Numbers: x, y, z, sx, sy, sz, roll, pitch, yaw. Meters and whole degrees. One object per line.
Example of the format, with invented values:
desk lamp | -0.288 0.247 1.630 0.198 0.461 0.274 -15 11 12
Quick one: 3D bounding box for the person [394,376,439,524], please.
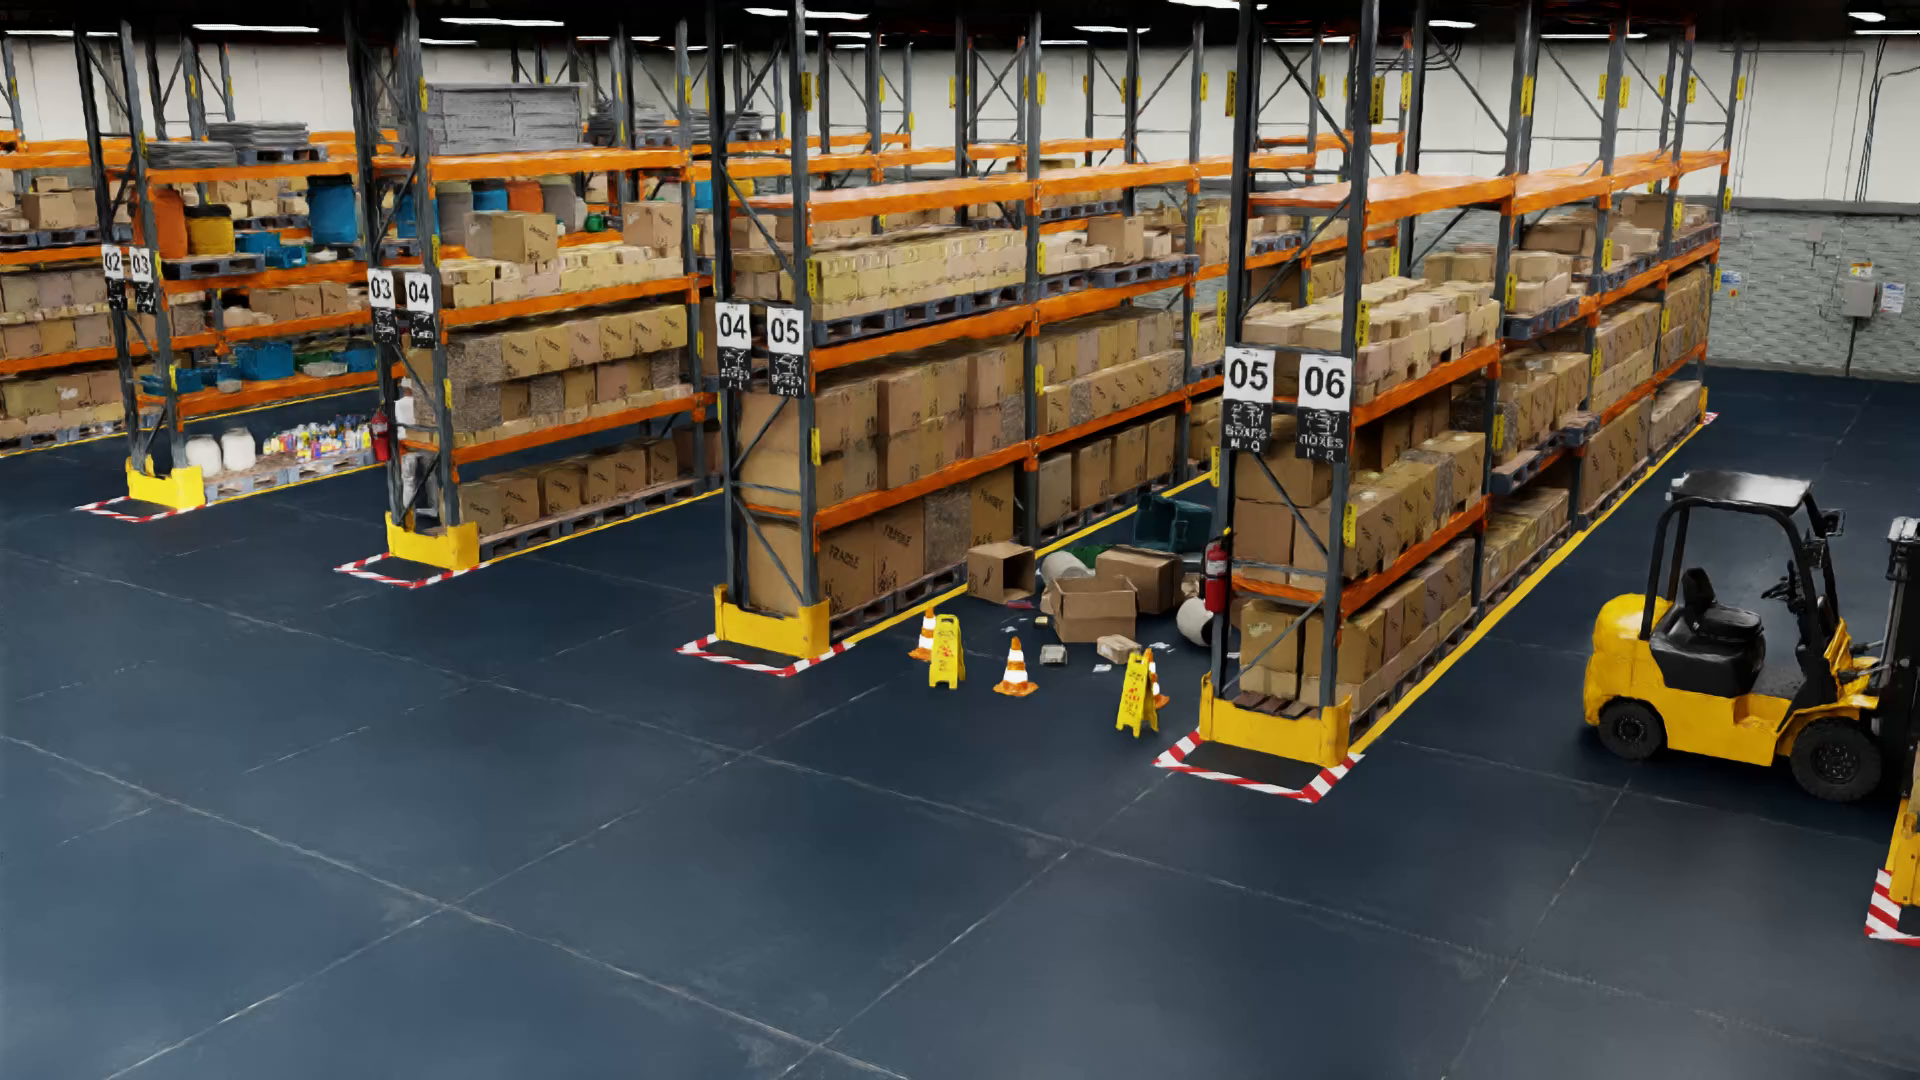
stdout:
person | -6.519 -1.112 19.831 0.616 1.785 0.493 -8 17 -26
